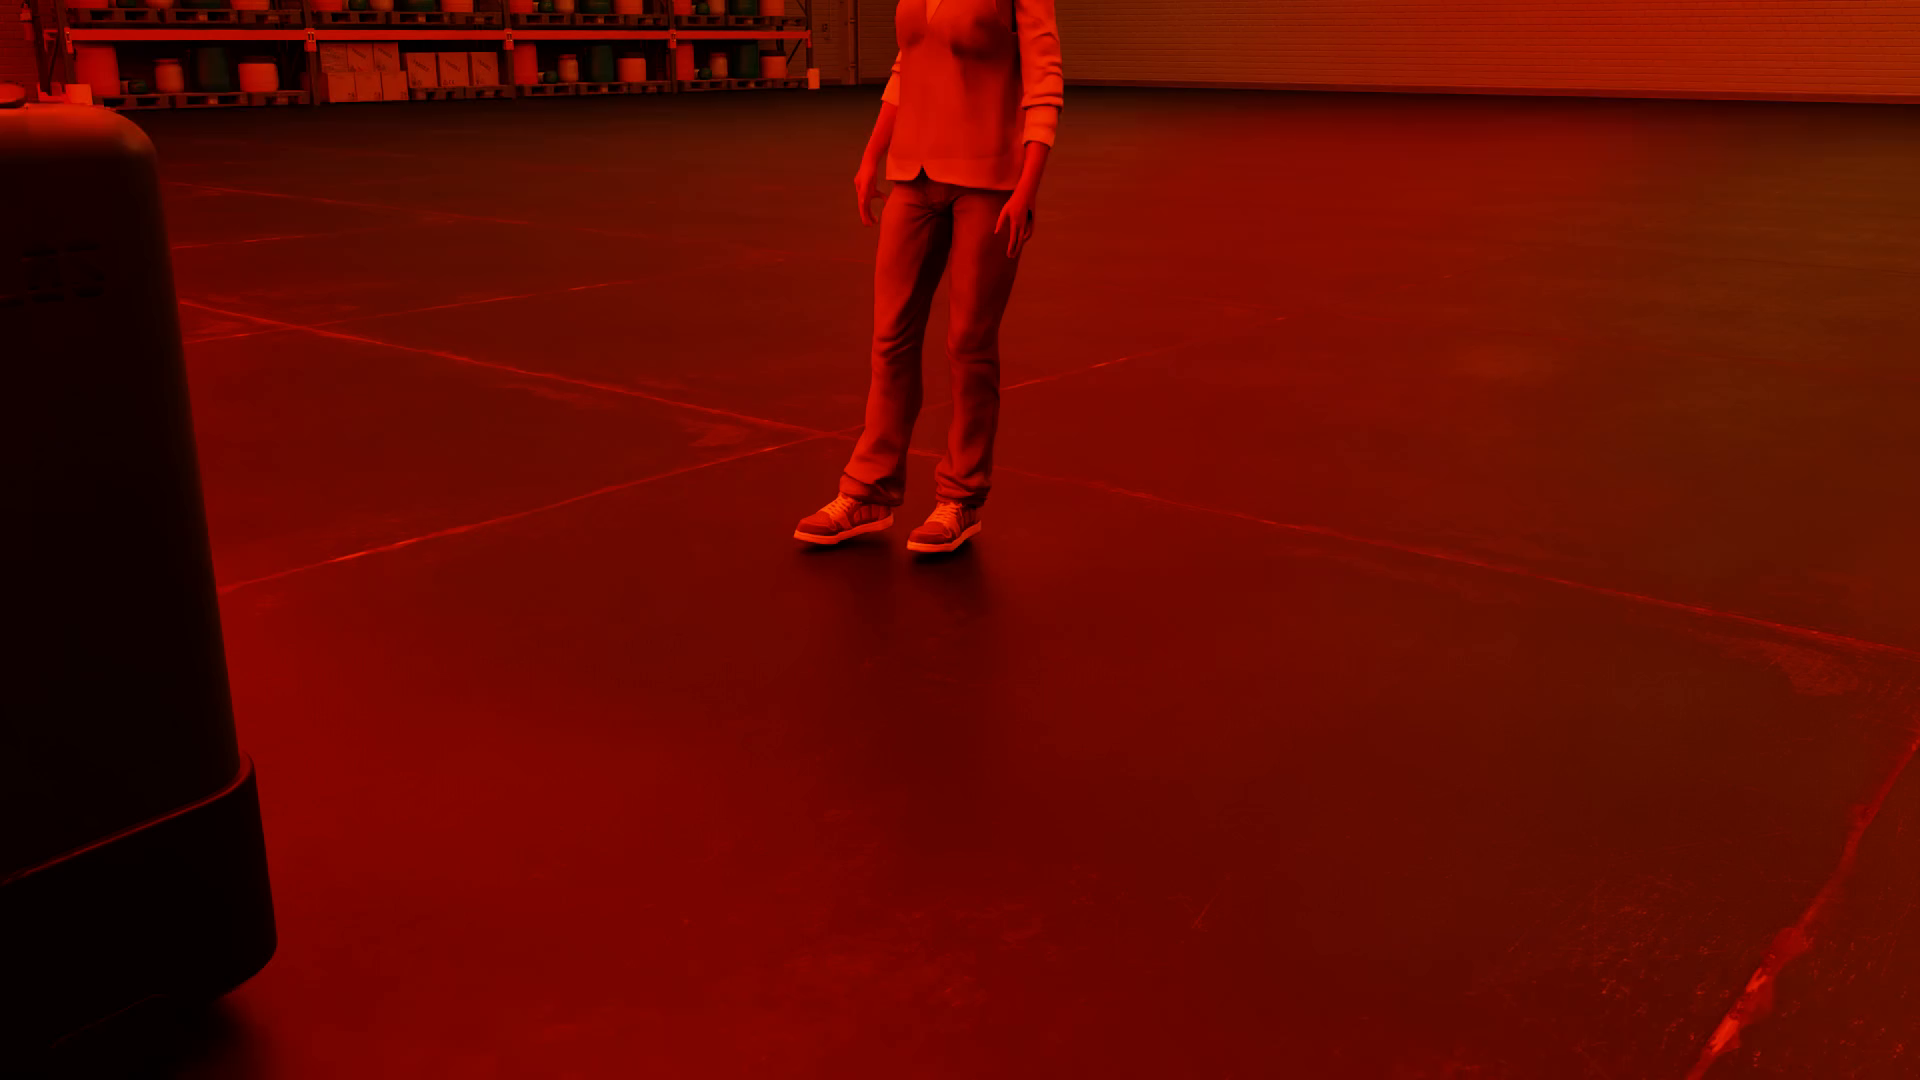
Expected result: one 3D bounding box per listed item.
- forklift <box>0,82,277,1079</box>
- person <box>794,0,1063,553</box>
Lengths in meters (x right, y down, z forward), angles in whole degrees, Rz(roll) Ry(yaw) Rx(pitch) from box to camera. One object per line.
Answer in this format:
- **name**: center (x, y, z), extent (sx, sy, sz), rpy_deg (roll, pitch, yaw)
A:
- **forklift**: center (-2.081, -0.555, 0.725), extent (1.130, 2.935, 3.031), rpy_deg (11, 20, 33)
- **person**: center (-0.058, -0.757, 3.662), extent (0.520, 1.597, 0.475), rpy_deg (13, 21, 37)
